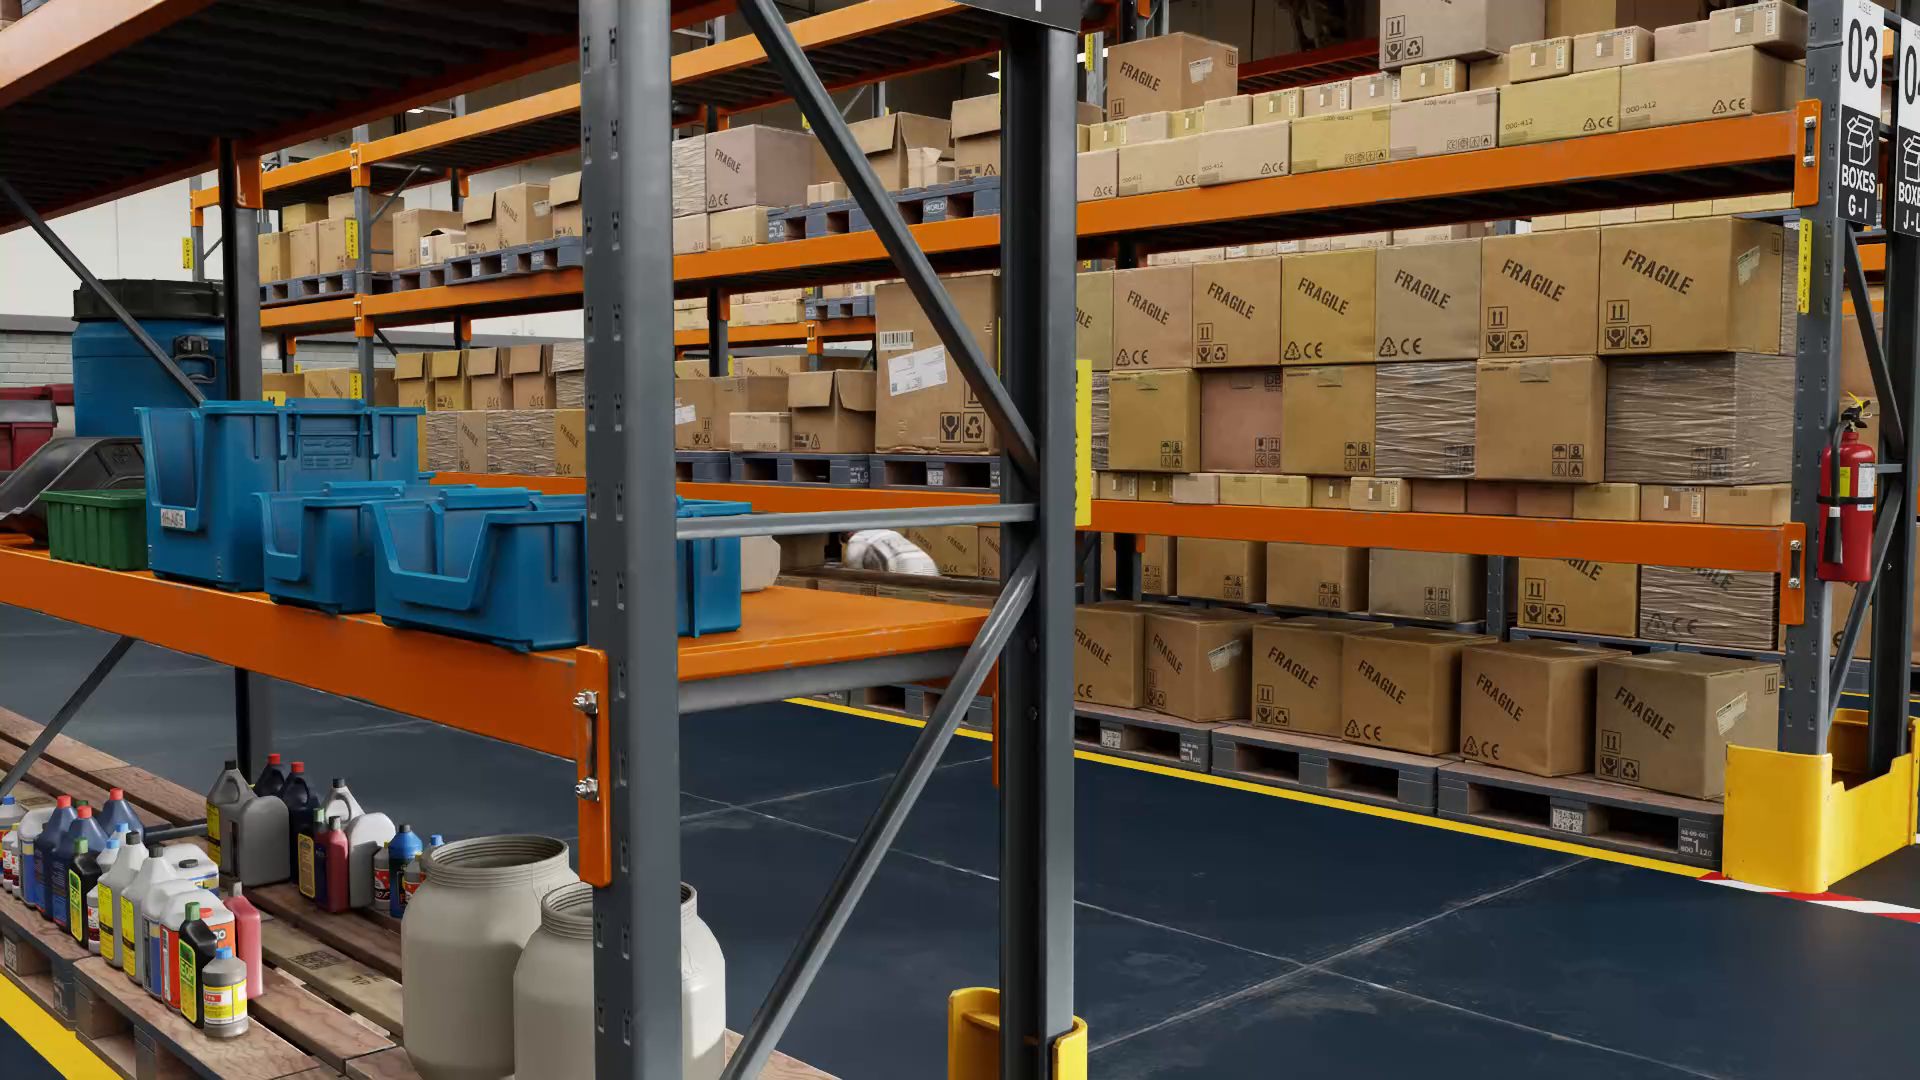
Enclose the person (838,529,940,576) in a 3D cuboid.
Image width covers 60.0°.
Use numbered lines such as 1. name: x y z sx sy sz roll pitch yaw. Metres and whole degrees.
1. person: -0.576 0.314 12.622 0.932 1.020 0.533 4 5 45
